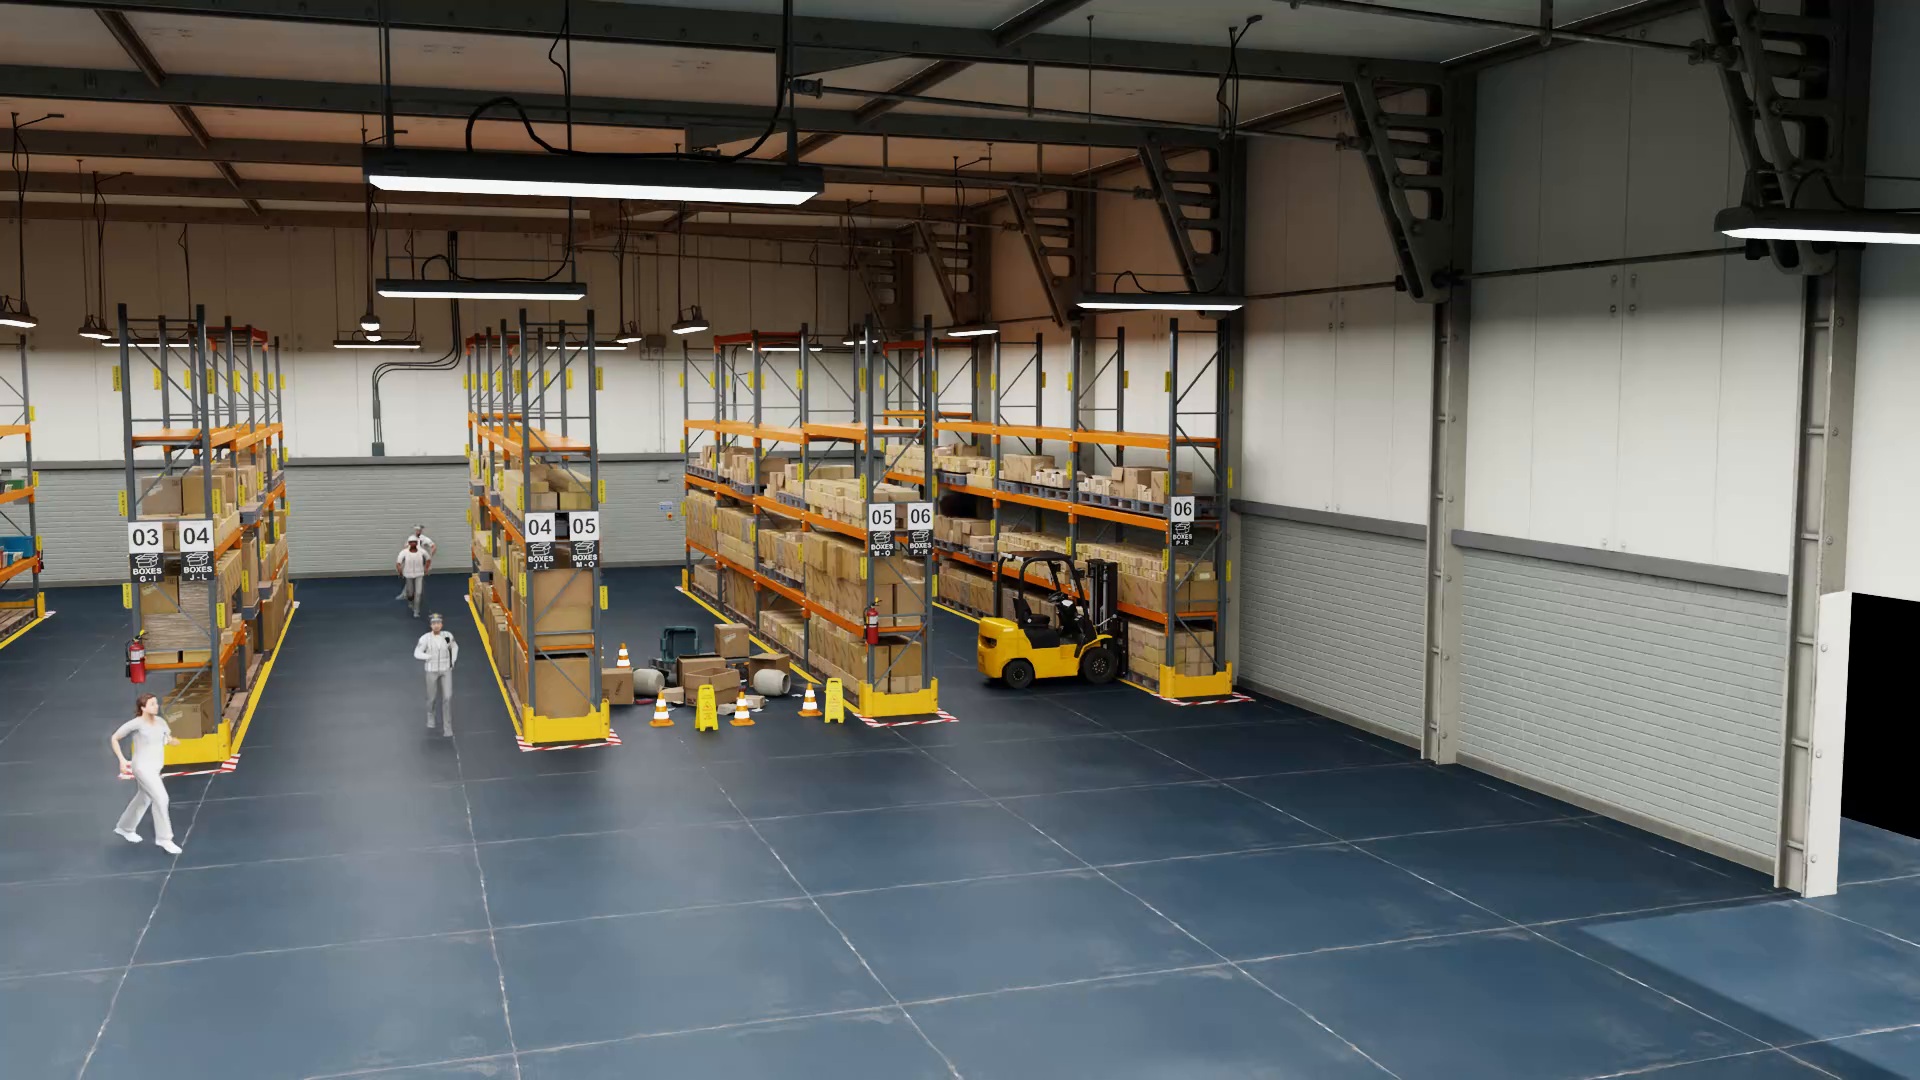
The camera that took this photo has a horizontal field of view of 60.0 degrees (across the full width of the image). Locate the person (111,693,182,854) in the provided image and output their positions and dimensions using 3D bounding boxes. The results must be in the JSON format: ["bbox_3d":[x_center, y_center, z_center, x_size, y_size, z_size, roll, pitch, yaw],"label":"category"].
[{"bbox_3d":[-8.699,2.477,17.765,0.848,1.715,0.535,1,6,11],"label":"person"}]

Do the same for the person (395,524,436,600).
[{"bbox_3d":[-12.514,0.483,38.158,0.765,1.719,1.024,2,6,23],"label":"person"}]

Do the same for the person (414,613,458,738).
[{"bbox_3d":[-7.462,1.907,23.738,0.611,1.753,0.788,-2,6,-21],"label":"person"}]

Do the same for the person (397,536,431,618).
[{"bbox_3d":[-11.671,0.771,35.574,0.710,1.736,0.767,-2,6,-20],"label":"person"}]
